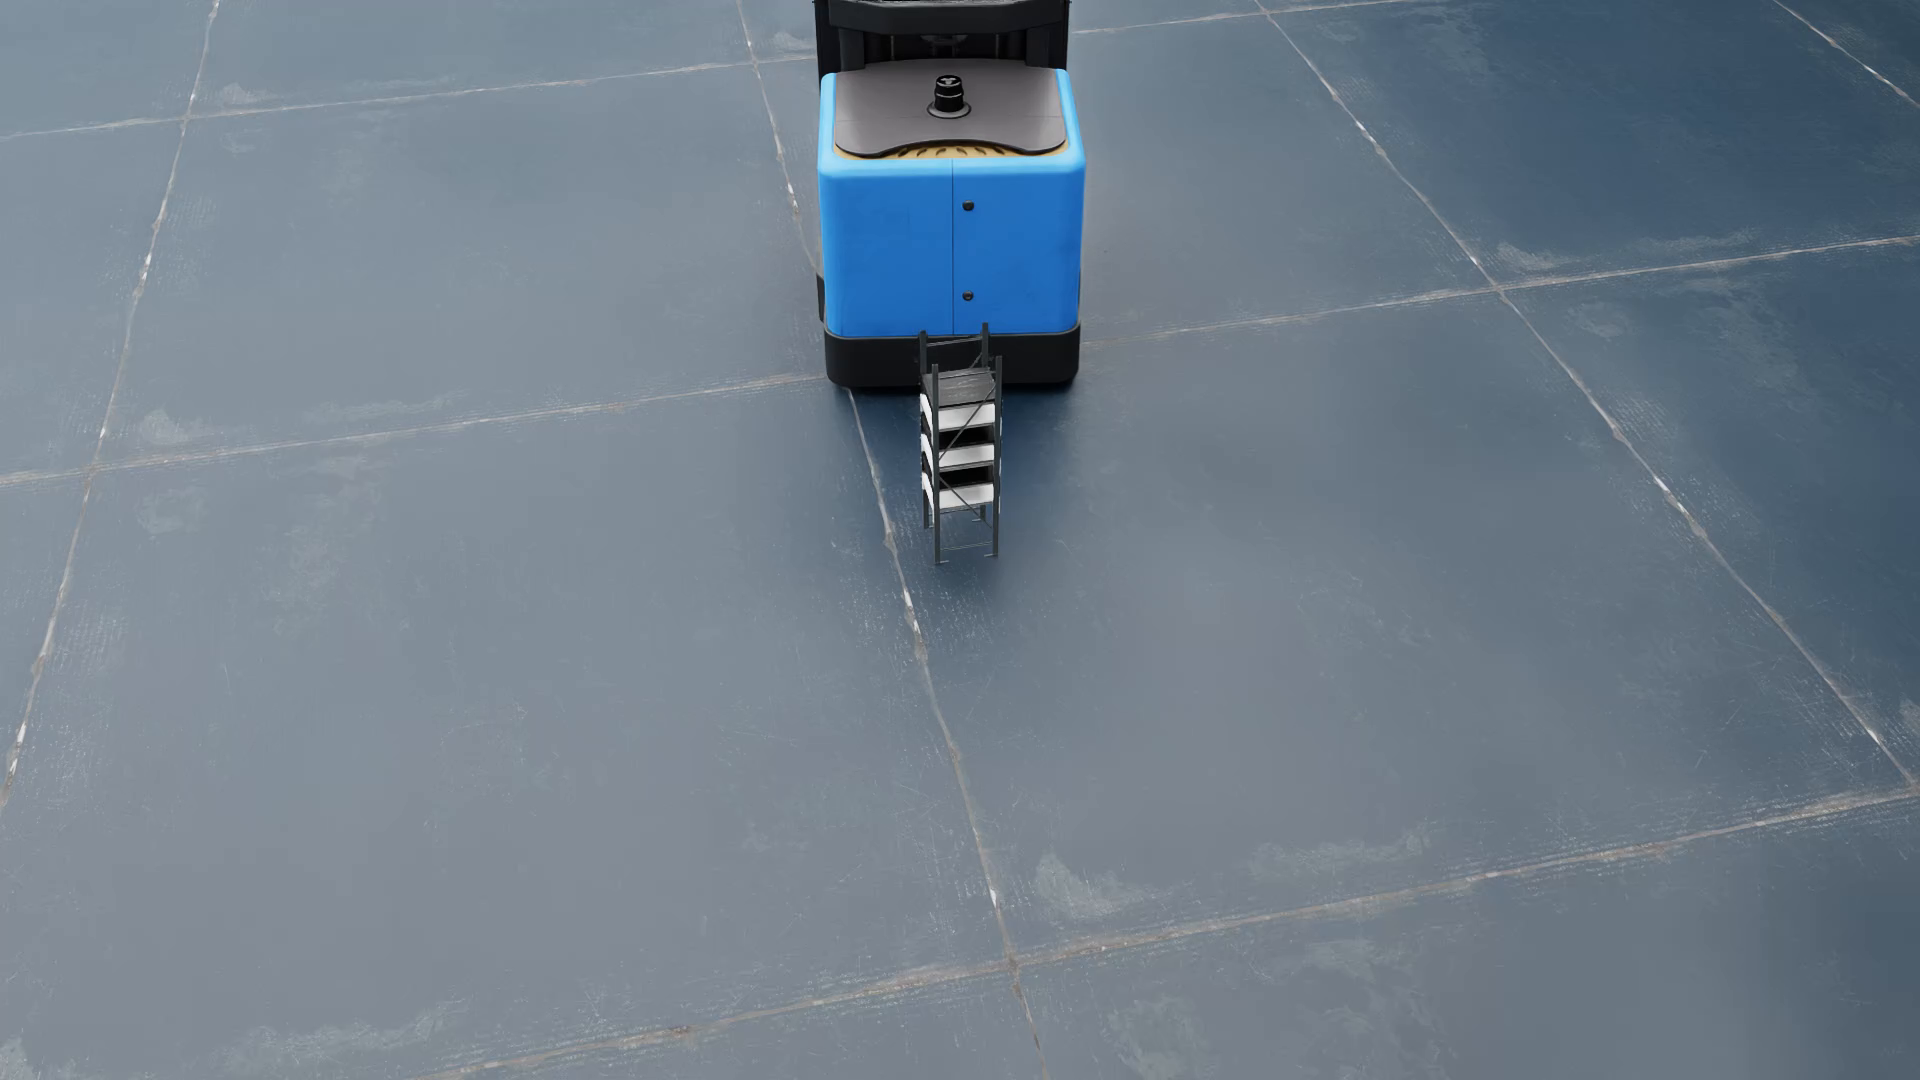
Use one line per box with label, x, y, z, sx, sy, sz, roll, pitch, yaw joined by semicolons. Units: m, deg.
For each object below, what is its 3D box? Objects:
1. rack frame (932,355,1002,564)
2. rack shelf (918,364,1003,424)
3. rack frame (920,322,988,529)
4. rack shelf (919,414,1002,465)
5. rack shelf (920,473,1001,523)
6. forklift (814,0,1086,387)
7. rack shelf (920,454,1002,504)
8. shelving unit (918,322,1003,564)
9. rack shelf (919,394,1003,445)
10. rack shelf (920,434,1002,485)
rack frame;0.024;-0.265;5.871;0.240;0.900;0.006;-8;42;-9
rack shelf;0.002;-0.508;5.788;0.258;0.077;0.200;-8;42;-9
rack frame;-0.020;-0.397;6.020;0.240;0.900;0.006;-8;42;-9
rack shelf;0.002;-0.374;5.908;0.258;0.077;0.200;-8;42;-9
rack shelf;0.002;-0.172;6.087;0.258;0.077;0.200;-8;42;-9
forklift;-0.088;-2.686;7.069;1.130;2.935;3.031;-2;42;-2
rack shelf;0.002;-0.239;6.027;0.258;0.077;0.200;-8;42;-9
shelving unit;0.002;-0.331;5.945;0.258;0.900;0.210;-8;42;-9
rack shelf;0.002;-0.441;5.848;0.258;0.077;0.200;-8;42;-9
rack shelf;0.002;-0.306;5.967;0.258;0.077;0.200;-8;42;-9
